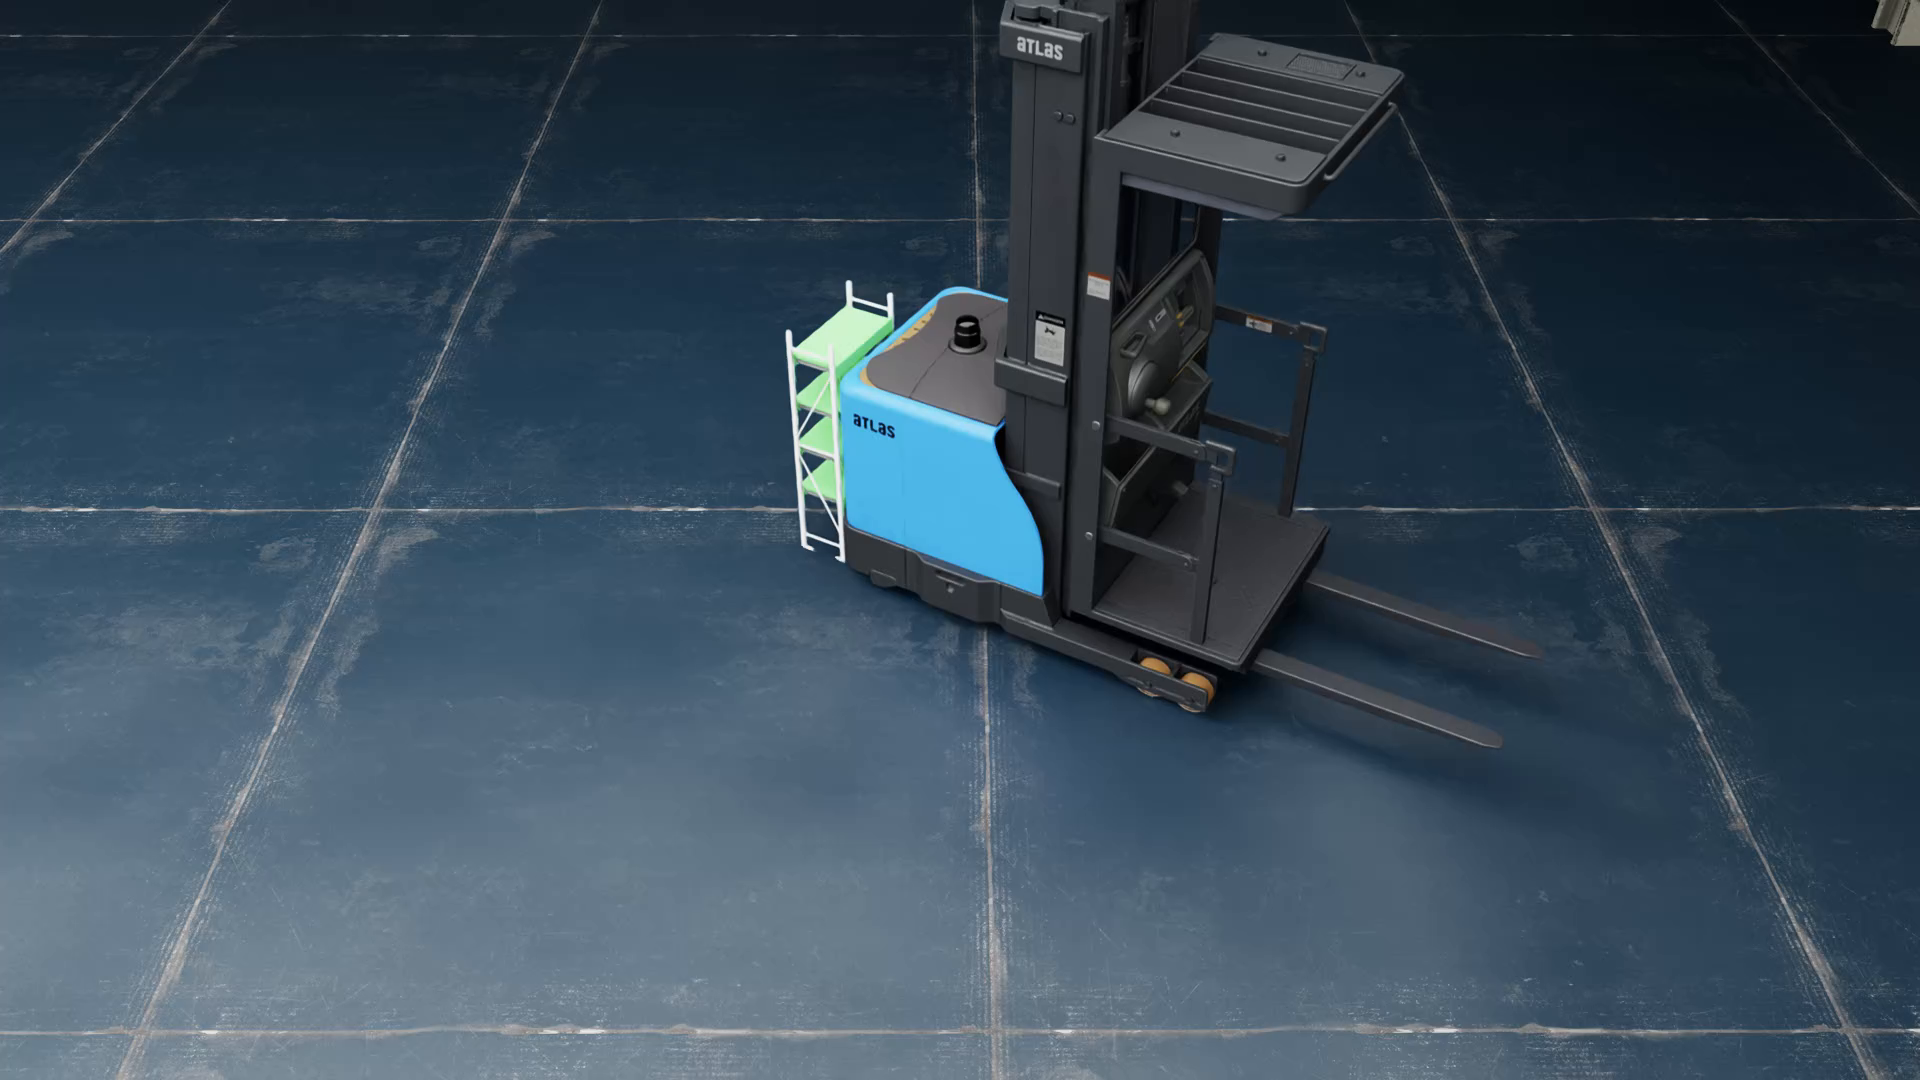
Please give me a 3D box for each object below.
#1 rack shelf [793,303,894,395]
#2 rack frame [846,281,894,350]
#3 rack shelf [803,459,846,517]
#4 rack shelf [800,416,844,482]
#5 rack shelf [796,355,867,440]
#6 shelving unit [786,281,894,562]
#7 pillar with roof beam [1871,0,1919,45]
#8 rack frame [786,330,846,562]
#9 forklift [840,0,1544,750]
[{"bbox_3d":[-0.528,-0.861,7.445,0.258,0.148,0.480,19,43,22],"label":"rack shelf"},{"bbox_3d":[-0.408,-0.669,7.871,0.240,1.200,0.015,19,43,22],"label":"rack frame"},{"bbox_3d":[-0.528,-0.299,7.895,0.258,0.148,0.480,19,43,22],"label":"rack shelf"},{"bbox_3d":[-0.528,-0.486,7.745,0.258,0.148,0.480,19,43,22],"label":"rack shelf"},{"bbox_3d":[-0.528,-0.673,7.595,0.258,0.148,0.480,19,43,22],"label":"rack shelf"},{"bbox_3d":[-0.528,-0.536,7.705,0.258,1.200,0.503,19,43,22],"label":"shelving unit"},{"bbox_3d":[2.985,-7.415,10.053,9.100,9.000,0.400,0,39,0],"label":"pillar with roof beam"},{"bbox_3d":[-0.647,-0.403,7.539,0.240,1.200,0.015,19,43,22],"label":"rack frame"},{"bbox_3d":[1.000,-0.792,6.641,3.031,2.935,1.130,20,43,23],"label":"forklift"}]
